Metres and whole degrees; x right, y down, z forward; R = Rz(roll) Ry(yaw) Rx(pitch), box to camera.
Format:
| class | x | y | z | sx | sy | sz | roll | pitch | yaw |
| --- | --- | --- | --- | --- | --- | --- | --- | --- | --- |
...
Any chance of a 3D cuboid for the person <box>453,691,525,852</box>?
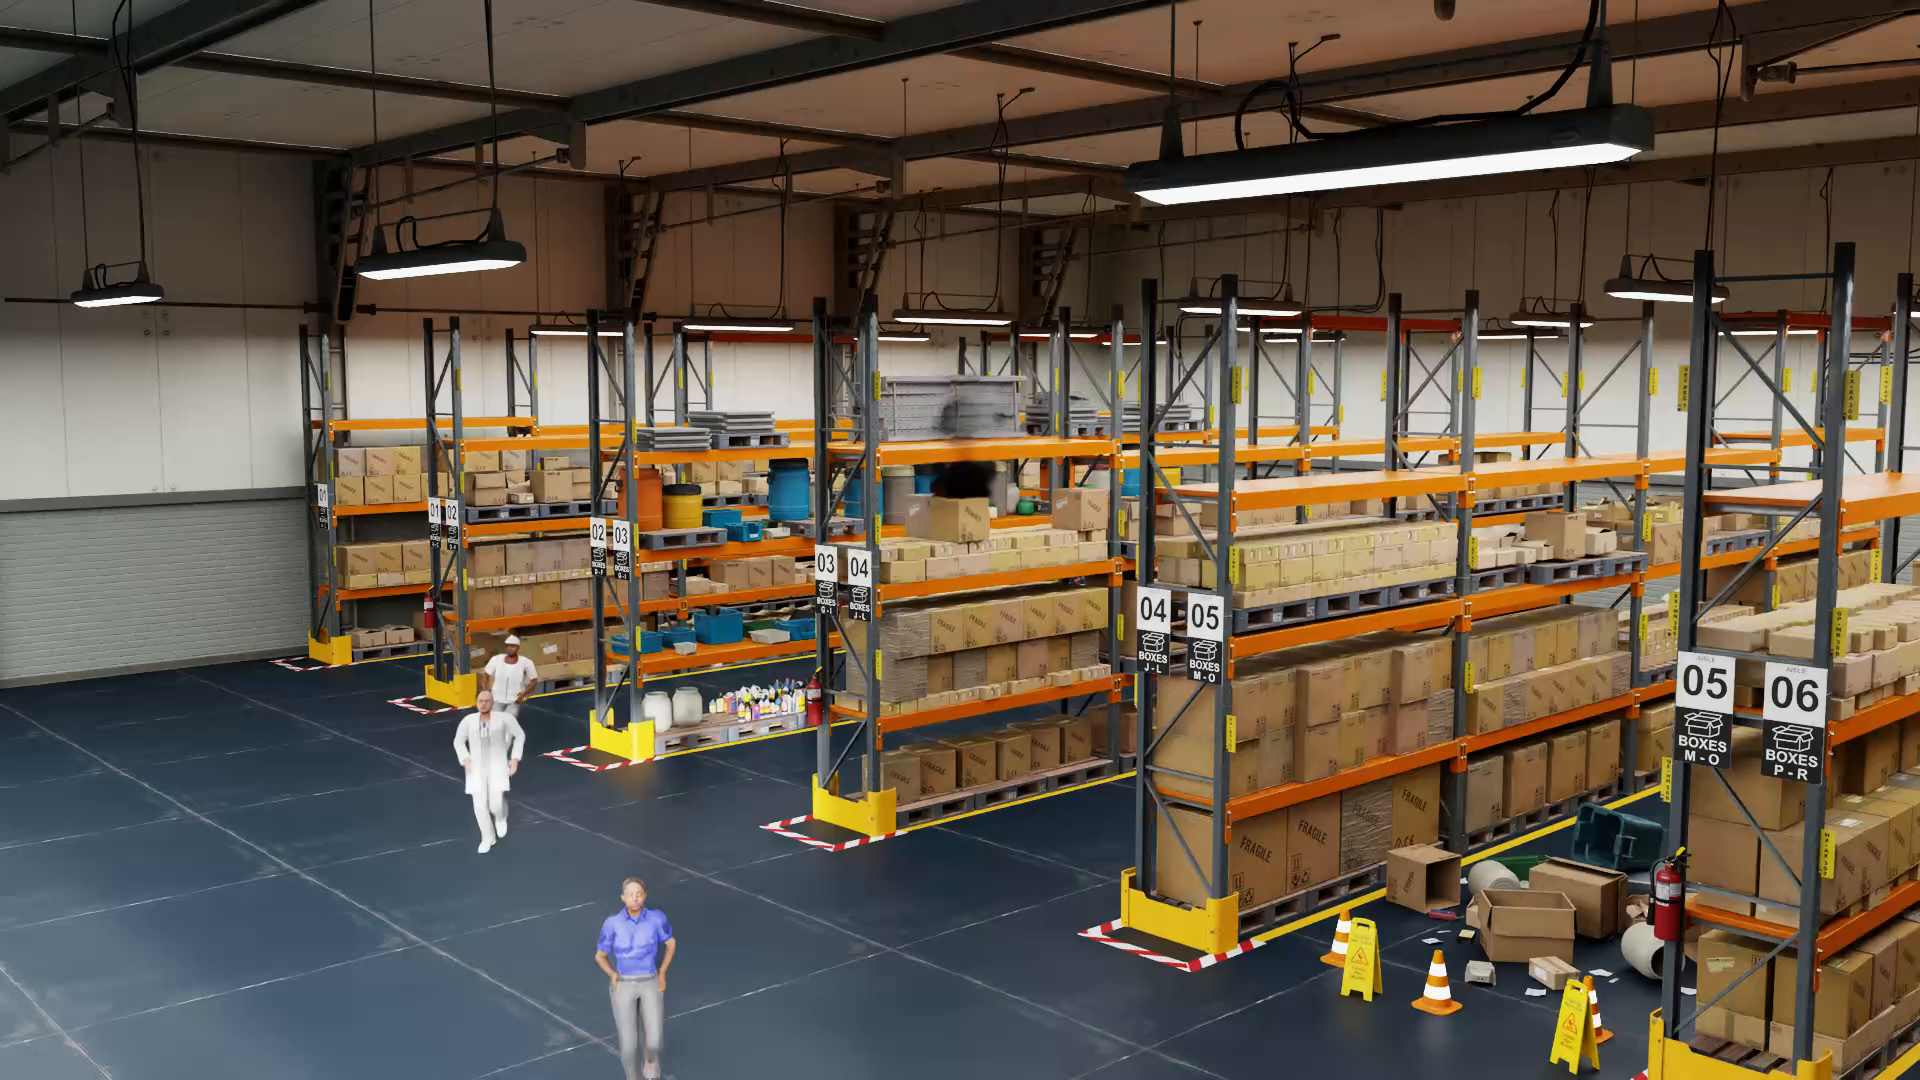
| class | x | y | z | sx | sy | sz | roll | pitch | yaw |
| --- | --- | --- | --- | --- | --- | --- | --- | --- | --- |
| person | -5.109 | 2.488 | 18.051 | 0.746 | 1.737 | 0.658 | -1 | 6 | -8 |

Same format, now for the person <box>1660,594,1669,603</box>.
| class | x | y | z | sx | sy | sz | roll | pitch | yaw |
| --- | --- | --- | --- | --- | --- | --- | --- | --- | --- |
| person | 11.092 | 1.686 | 26.088 | 0.583 | 1.722 | 0.675 | -5 | 7 | -38 |

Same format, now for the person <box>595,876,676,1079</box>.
| class | x | y | z | sx | sy | sz | roll | pitch | yaw |
| --- | --- | --- | --- | --- | --- | --- | --- | --- | --- |
| person | -2.278 | 3.181 | 11.740 | 0.571 | 1.608 | 0.572 | -1 | 6 | -13 |

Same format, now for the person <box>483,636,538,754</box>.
| class | x | y | z | sx | sy | sz | roll | pitch | yaw |
| --- | --- | --- | --- | --- | --- | --- | --- | --- | --- |
| person | -5.940 | 2.105 | 21.999 | 0.708 | 1.720 | 0.570 | -1 | 6 | -7 |
